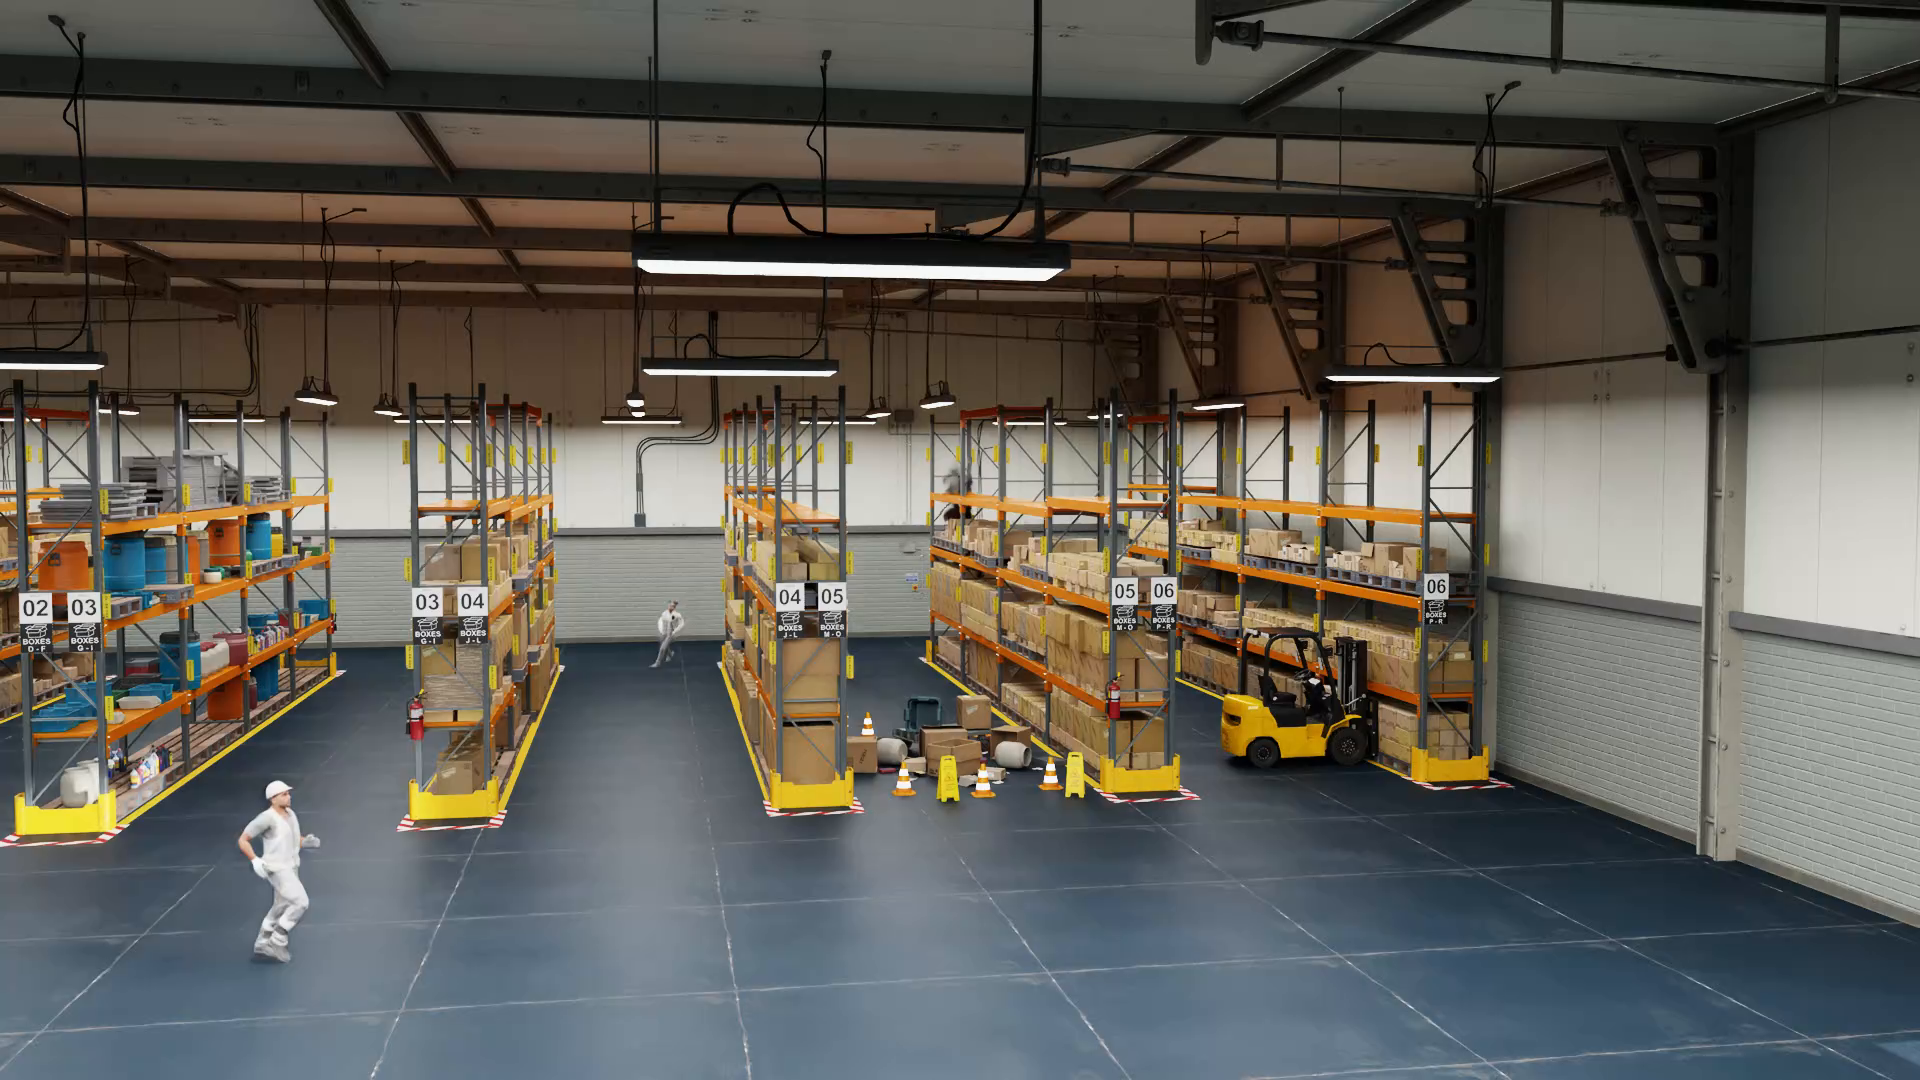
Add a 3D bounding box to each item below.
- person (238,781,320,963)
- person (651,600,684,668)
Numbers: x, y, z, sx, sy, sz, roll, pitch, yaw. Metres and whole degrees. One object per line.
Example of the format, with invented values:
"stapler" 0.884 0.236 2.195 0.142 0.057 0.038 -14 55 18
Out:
"person" -6.675 3.272 16.431 0.699 1.785 0.641 0 3 4
"person" -6.859 2.207 39.365 0.662 1.602 0.791 1 3 23
